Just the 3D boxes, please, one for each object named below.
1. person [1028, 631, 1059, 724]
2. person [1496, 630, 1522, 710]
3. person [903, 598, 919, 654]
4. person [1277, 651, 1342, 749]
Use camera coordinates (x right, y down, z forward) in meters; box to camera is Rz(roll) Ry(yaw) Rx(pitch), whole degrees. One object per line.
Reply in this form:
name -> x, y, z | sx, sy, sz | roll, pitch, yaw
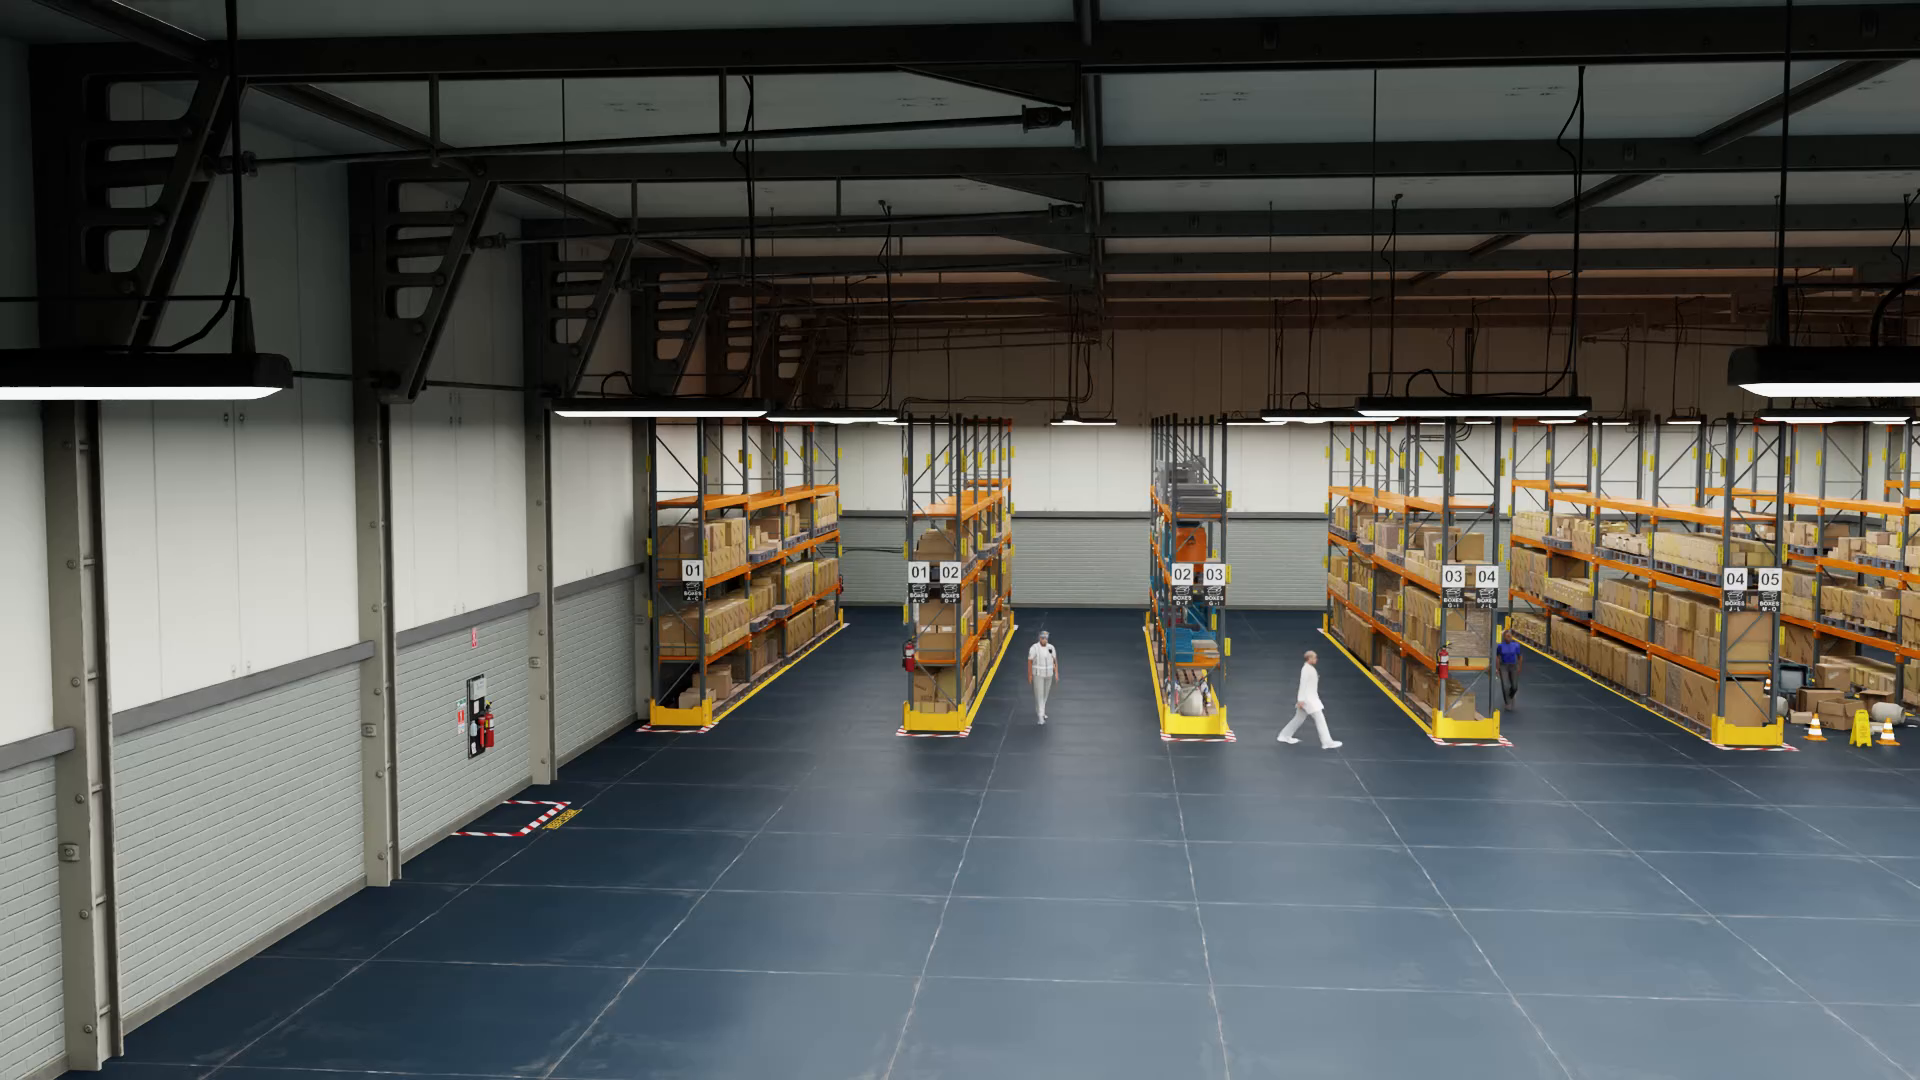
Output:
person -> 1.643, 2.657, 32.517 | 0.551, 1.765, 0.740 | -2, 4, -25
person -> 11.207, 2.642, 33.956 | 0.507, 1.613, 0.578 | 1, 4, 18
person -> -1.140, 2.021, 41.801 | 0.578, 1.720, 1.043 | 1, 4, 9
person -> 6.283, 2.852, 29.879 | 1.118, 1.718, 0.633 | 1, 4, 8
